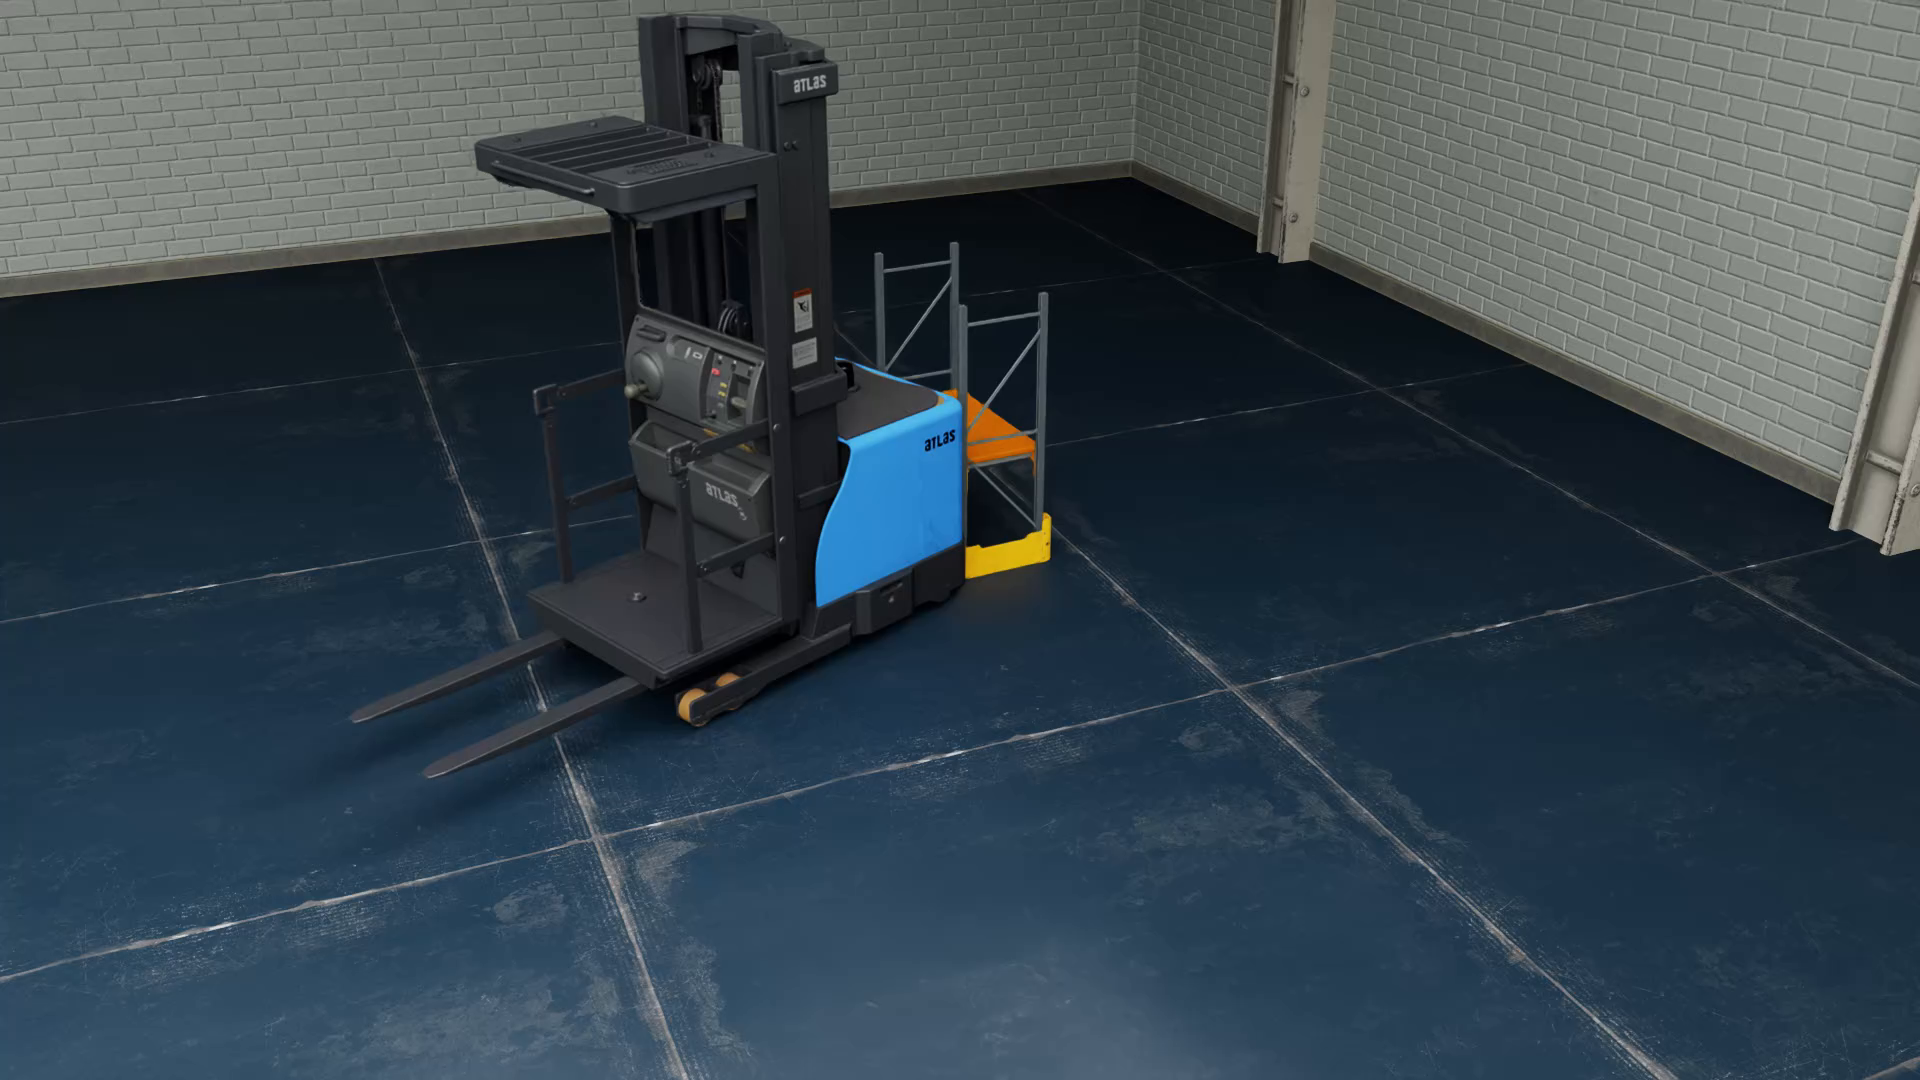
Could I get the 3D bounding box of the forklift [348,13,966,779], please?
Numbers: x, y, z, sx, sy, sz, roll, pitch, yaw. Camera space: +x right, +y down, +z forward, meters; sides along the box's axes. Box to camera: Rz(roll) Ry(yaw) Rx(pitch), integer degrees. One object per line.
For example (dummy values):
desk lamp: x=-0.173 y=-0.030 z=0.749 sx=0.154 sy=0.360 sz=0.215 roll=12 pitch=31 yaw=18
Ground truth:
forklift: x=-1.353 y=-0.728 z=7.401 sx=1.130 sy=2.935 sz=3.031 roll=23 pitch=34 yaw=38

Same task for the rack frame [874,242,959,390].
rack frame: x=-0.236 y=-0.926 z=9.436 sx=0.500 sy=1.500 sz=0.032 roll=-12 pitch=29 yaw=-24

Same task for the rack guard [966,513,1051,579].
rack guard: x=0.216 y=0.035 z=8.894 sx=0.587 sy=0.250 sz=0.087 roll=-12 pitch=29 yaw=-24

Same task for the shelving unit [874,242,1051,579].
shelving unit: x=-0.006 y=-0.722 z=9.020 sx=0.587 sy=1.500 sz=1.083 roll=-12 pitch=29 yaw=-24

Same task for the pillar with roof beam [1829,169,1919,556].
pillar with roof beam: x=1.164 y=-3.323 z=5.800 sx=9.100 sy=9.000 sz=0.400 roll=-11 pitch=28 yaw=-21

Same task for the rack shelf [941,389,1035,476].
rack shelf: x=-0.010 y=-0.564 z=9.106 sx=0.538 sy=0.185 sz=1.000 roll=-12 pitch=29 yaw=-24

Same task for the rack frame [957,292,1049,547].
rack frame: x=0.217 y=-0.526 z=8.618 sx=0.500 sy=1.500 sz=0.032 roll=-12 pitch=29 yaw=-24

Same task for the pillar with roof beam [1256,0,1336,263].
pillar with roof beam: x=-1.186 y=-5.746 z=10.761 sx=9.100 sy=9.000 sz=0.400 roll=-11 pitch=28 yaw=-21
